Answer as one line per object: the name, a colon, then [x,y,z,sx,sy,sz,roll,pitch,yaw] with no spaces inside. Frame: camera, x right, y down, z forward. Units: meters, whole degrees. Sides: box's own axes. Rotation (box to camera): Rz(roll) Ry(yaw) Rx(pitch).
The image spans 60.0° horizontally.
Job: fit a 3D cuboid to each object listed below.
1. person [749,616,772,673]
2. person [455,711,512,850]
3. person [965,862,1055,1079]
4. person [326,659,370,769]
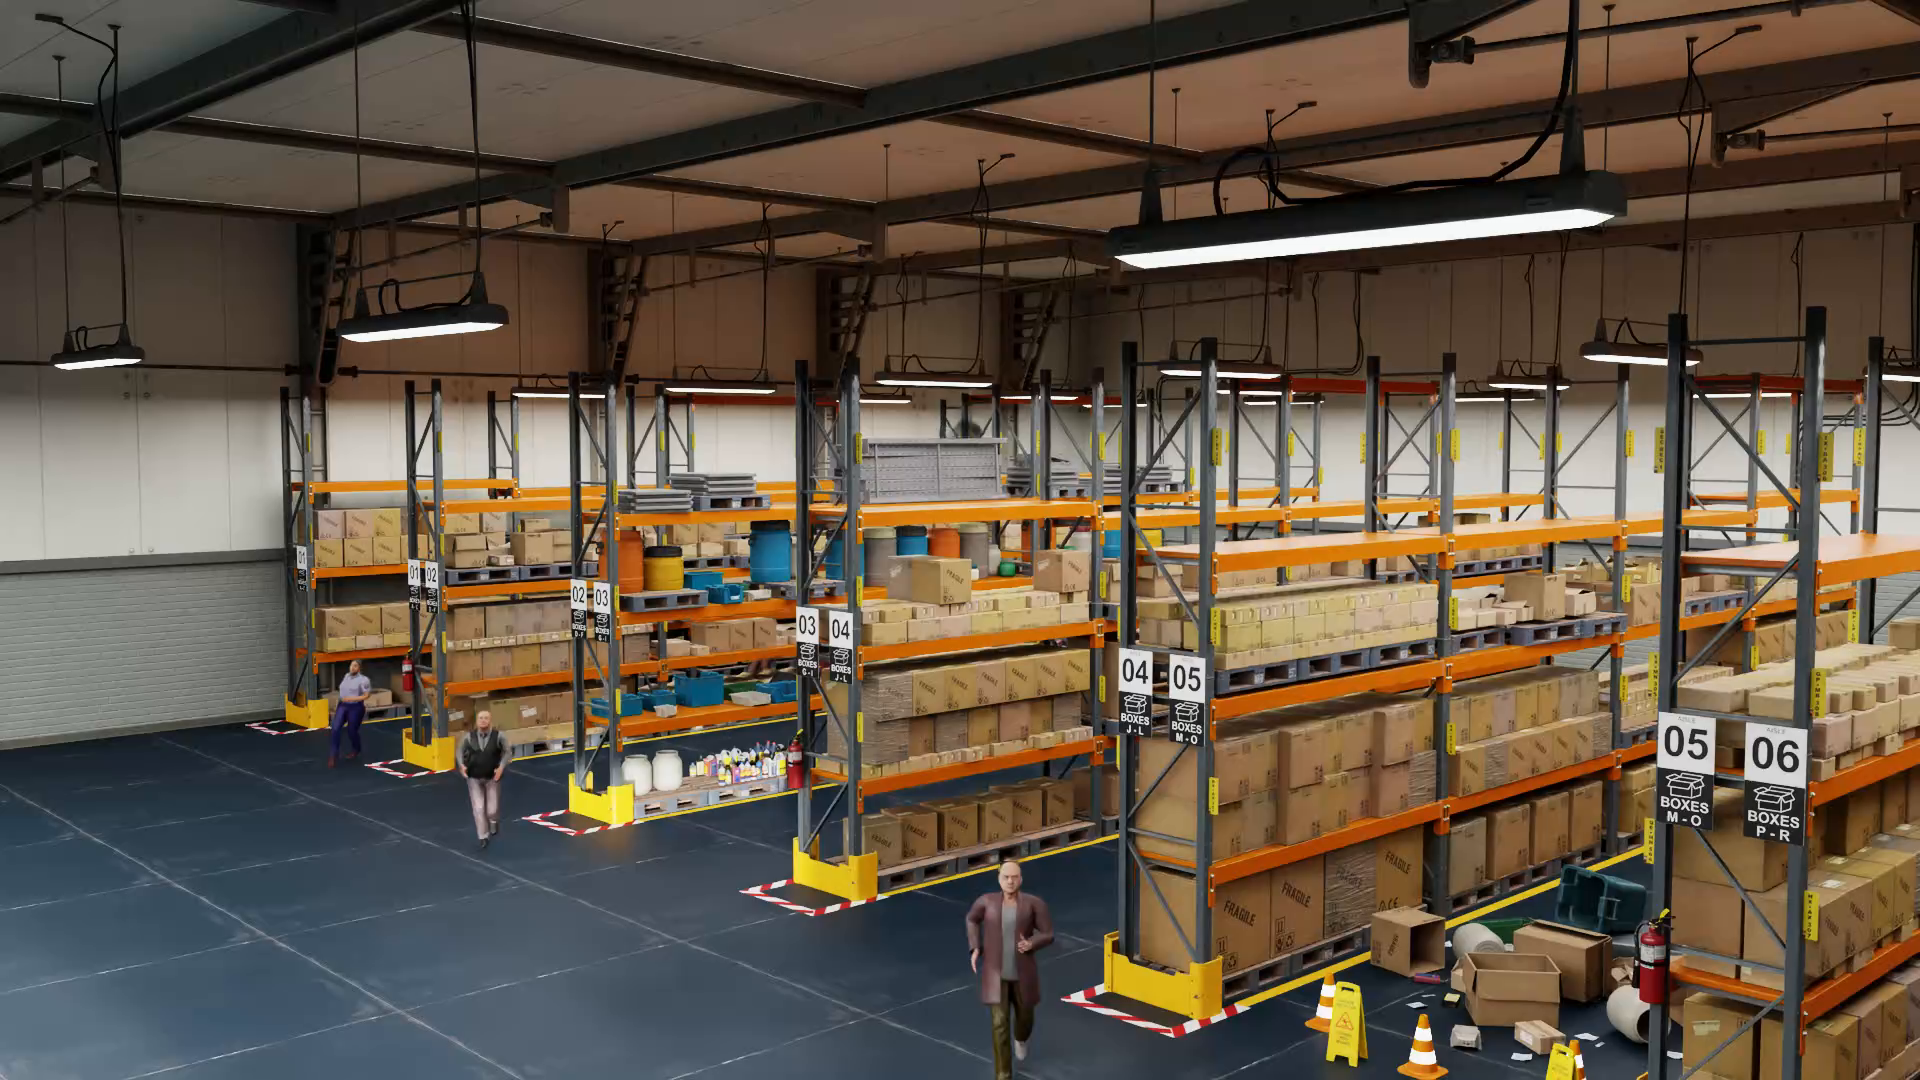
person: [-3.836,2.285,32.217,0.573,1.630,0.548,3,5,39]
person: [-5.990,2.991,20.926,0.689,1.705,0.647,-1,4,-13]
person: [0.392,3.428,13.187,0.716,1.754,1.017,0,4,2]
person: [-9.511,2.689,25.988,0.609,1.632,0.827,1,4,8]
